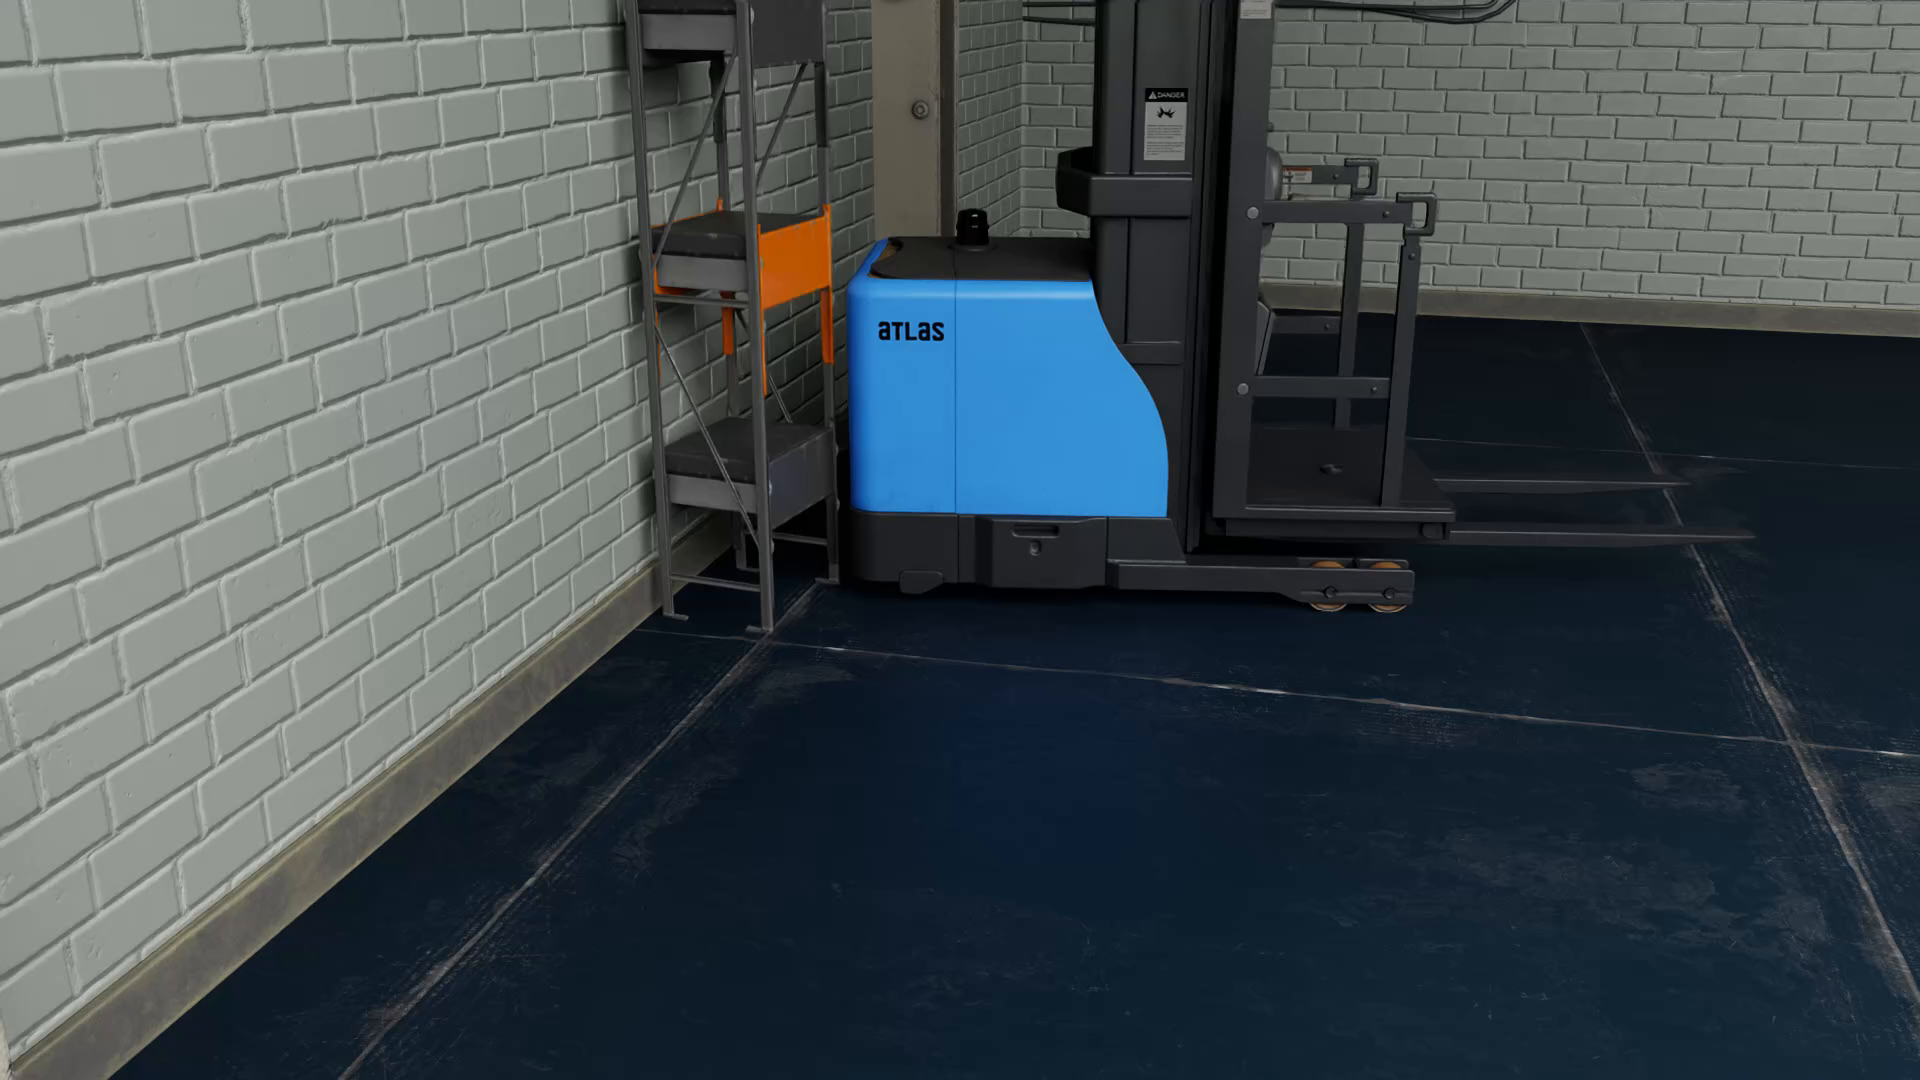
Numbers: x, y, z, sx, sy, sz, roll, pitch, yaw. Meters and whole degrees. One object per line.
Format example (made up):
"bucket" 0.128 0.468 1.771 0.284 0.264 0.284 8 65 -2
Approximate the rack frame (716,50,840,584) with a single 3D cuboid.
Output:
"rack frame" -0.604 -0.867 5.477 0.400 2.100 0.015 7 20 21

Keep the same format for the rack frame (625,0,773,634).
"rack frame" -0.786 -0.720 5.048 0.400 2.100 0.015 7 20 21

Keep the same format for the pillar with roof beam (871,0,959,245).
"pillar with roof beam" 3.973 -4.563 5.625 9.100 9.000 0.400 5 19 13

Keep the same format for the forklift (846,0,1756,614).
"forklift" 1.157 -1.322 5.524 3.031 2.935 1.130 1 19 3

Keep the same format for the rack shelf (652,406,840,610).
"rack shelf" -0.695 -0.118 5.493 0.431 0.518 0.480 7 20 21

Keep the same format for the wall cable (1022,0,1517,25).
"wall cable" 1.800 -4.253 9.520 3.097 2.526 0.112 5 19 13

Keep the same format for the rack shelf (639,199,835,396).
"rack shelf" -0.695 -0.781 5.267 0.431 0.518 0.480 7 20 21

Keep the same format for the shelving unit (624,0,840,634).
"shelving unit" -0.695 -0.794 5.263 0.431 2.100 0.503 7 20 21

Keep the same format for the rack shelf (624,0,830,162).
"rack shelf" -0.695 -1.443 5.041 0.431 0.518 0.480 7 20 21
